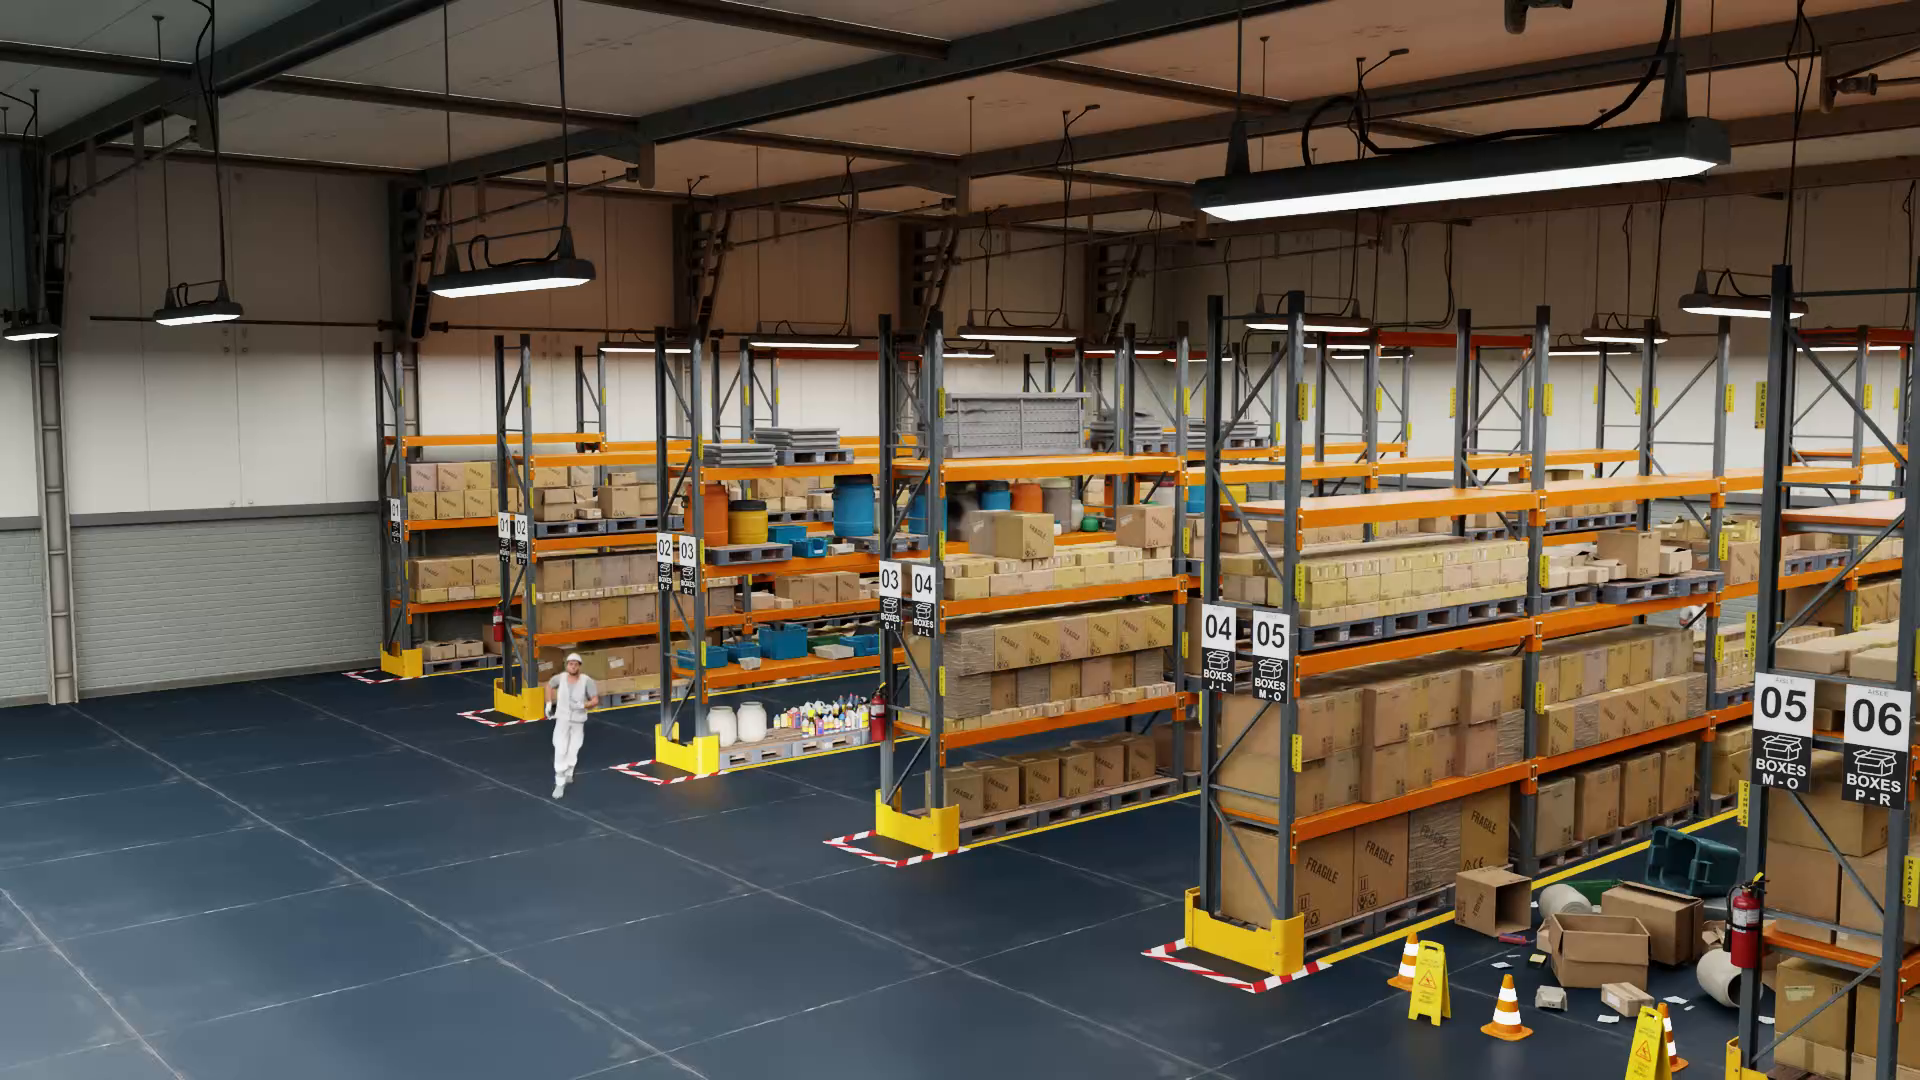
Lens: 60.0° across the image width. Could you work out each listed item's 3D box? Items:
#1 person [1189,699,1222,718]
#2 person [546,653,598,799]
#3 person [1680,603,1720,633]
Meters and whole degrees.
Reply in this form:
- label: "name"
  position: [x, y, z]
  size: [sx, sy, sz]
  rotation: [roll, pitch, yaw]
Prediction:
- label: "person"
  position: [3.895, 1.937, 25.982]
  size: [0.566, 1.712, 0.908]
  rotation: [4, 7, 40]
- label: "person"
  position: [-4.975, 2.350, 21.344]
  size: [0.662, 1.834, 0.769]
  rotation: [-1, 5, -13]
- label: "person"
  position: [12.957, 1.672, 29.155]
  size: [0.711, 1.715, 0.734]
  rotation: [-1, 5, -12]
